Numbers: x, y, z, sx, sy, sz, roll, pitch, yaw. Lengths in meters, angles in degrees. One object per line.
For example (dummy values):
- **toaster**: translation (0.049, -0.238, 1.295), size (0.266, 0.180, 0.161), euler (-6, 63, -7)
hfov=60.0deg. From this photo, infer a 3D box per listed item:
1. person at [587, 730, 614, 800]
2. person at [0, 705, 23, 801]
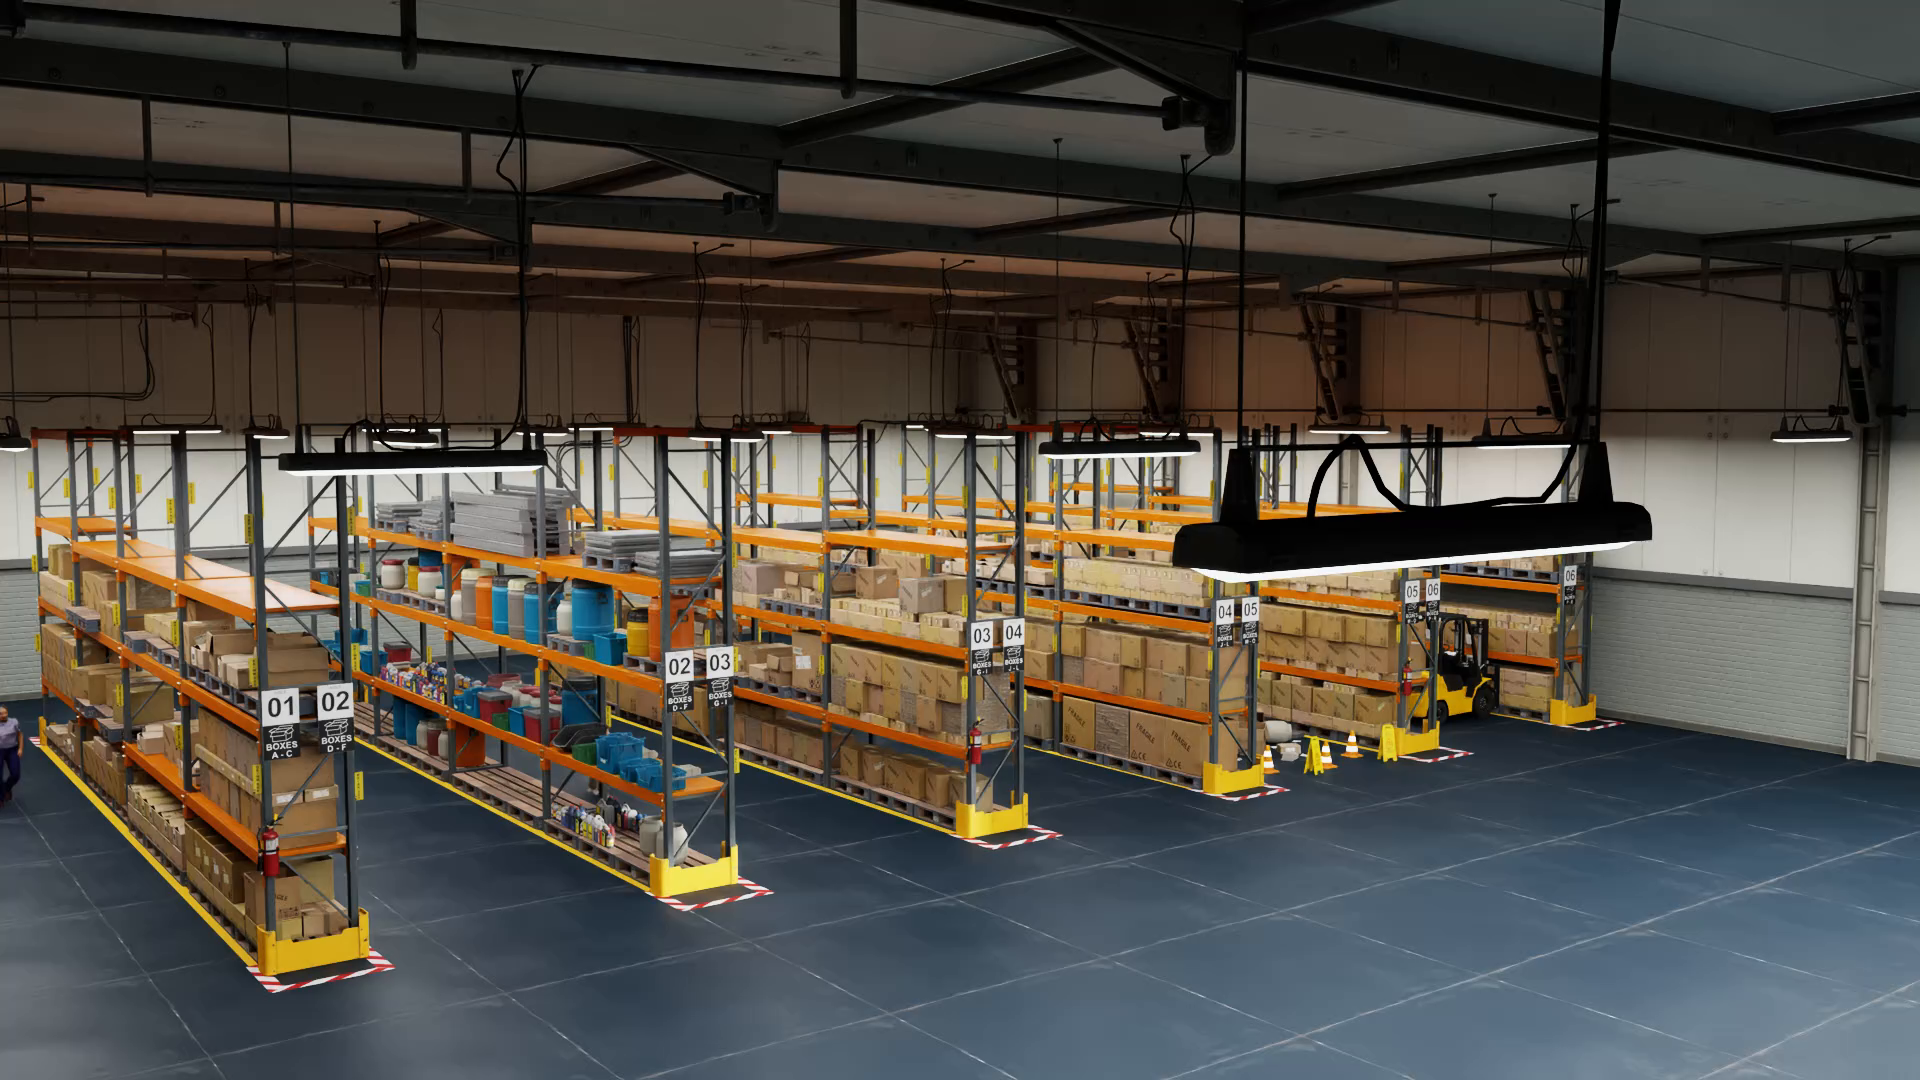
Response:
- **person**: translation (-5.873, 3.369, 27.254), size (0.722, 1.677, 0.460), euler (2, 5, 28)
- **person**: translation (-15.350, 3.398, 26.669), size (0.571, 1.552, 0.478), euler (-3, 6, -38)
